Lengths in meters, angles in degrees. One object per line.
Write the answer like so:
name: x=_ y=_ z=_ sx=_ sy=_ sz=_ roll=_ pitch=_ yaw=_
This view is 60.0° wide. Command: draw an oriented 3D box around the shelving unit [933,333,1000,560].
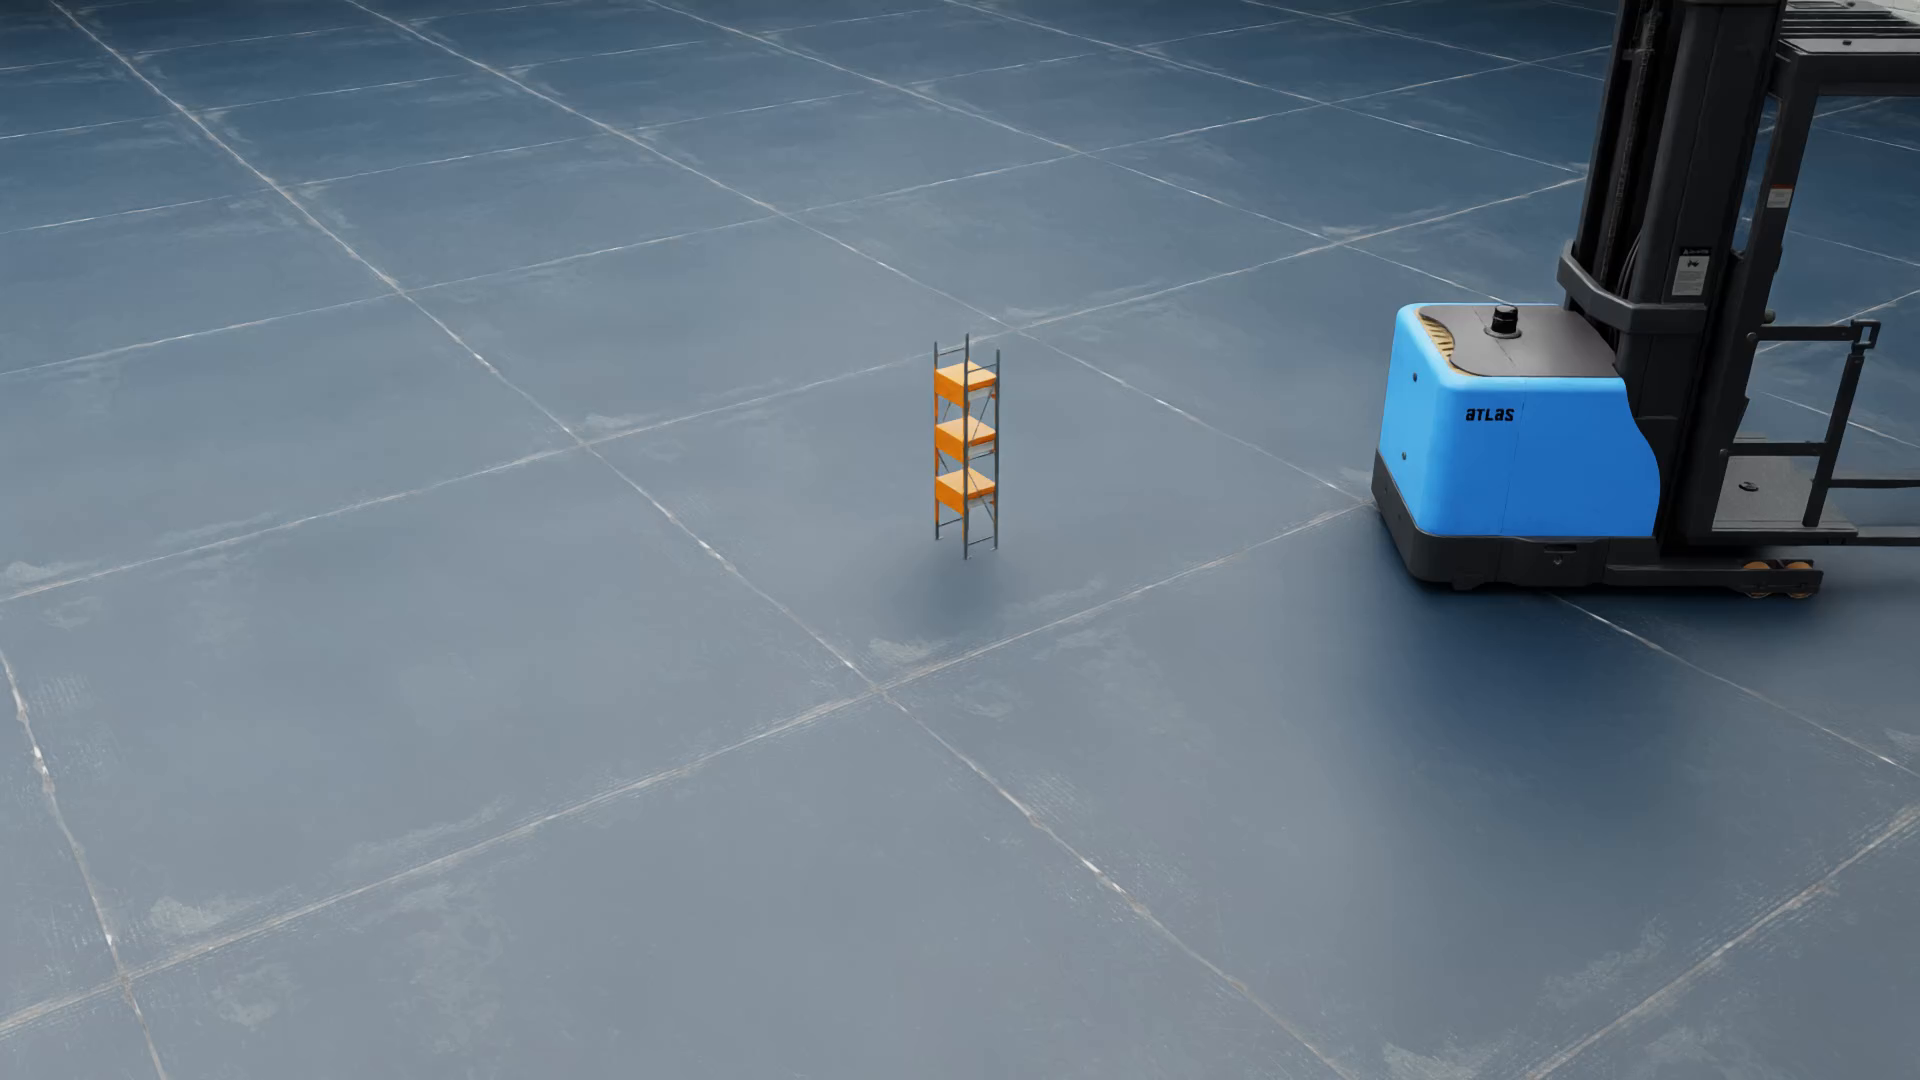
shelving unit: x=0.031 y=-0.441 z=7.961 sx=0.215 sy=1.050 sz=0.252 roll=-19 pitch=34 yaw=-31

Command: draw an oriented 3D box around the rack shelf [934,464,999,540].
rack shelf: x=0.031 y=-0.187 z=8.099 sx=0.215 sy=0.259 sz=0.240 roll=-19 pitch=34 yaw=-31

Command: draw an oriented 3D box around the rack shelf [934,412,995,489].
rack shelf: x=0.031 y=-0.431 z=7.966 sx=0.215 sy=0.259 sz=0.240 roll=-19 pitch=34 yaw=-31

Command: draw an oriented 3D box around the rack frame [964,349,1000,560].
rack frame: x=0.102 y=-0.393 z=7.874 sx=0.200 sy=1.050 sz=0.008 roll=-19 pitch=34 yaw=-31

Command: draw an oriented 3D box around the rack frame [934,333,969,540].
rack frame: x=-0.040 y=-0.488 z=8.048 sx=0.200 sy=1.050 sz=0.008 roll=-19 pitch=34 yaw=-31

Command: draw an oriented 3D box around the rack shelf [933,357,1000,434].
rack shelf: x=0.031 y=-0.681 z=7.831 sx=0.215 sy=0.259 sz=0.240 roll=-19 pitch=34 yaw=-31

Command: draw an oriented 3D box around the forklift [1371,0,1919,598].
forklift: x=3.630 y=-1.273 z=7.522 sx=3.031 sy=2.935 sz=1.130 roll=0 pitch=29 yaw=0
